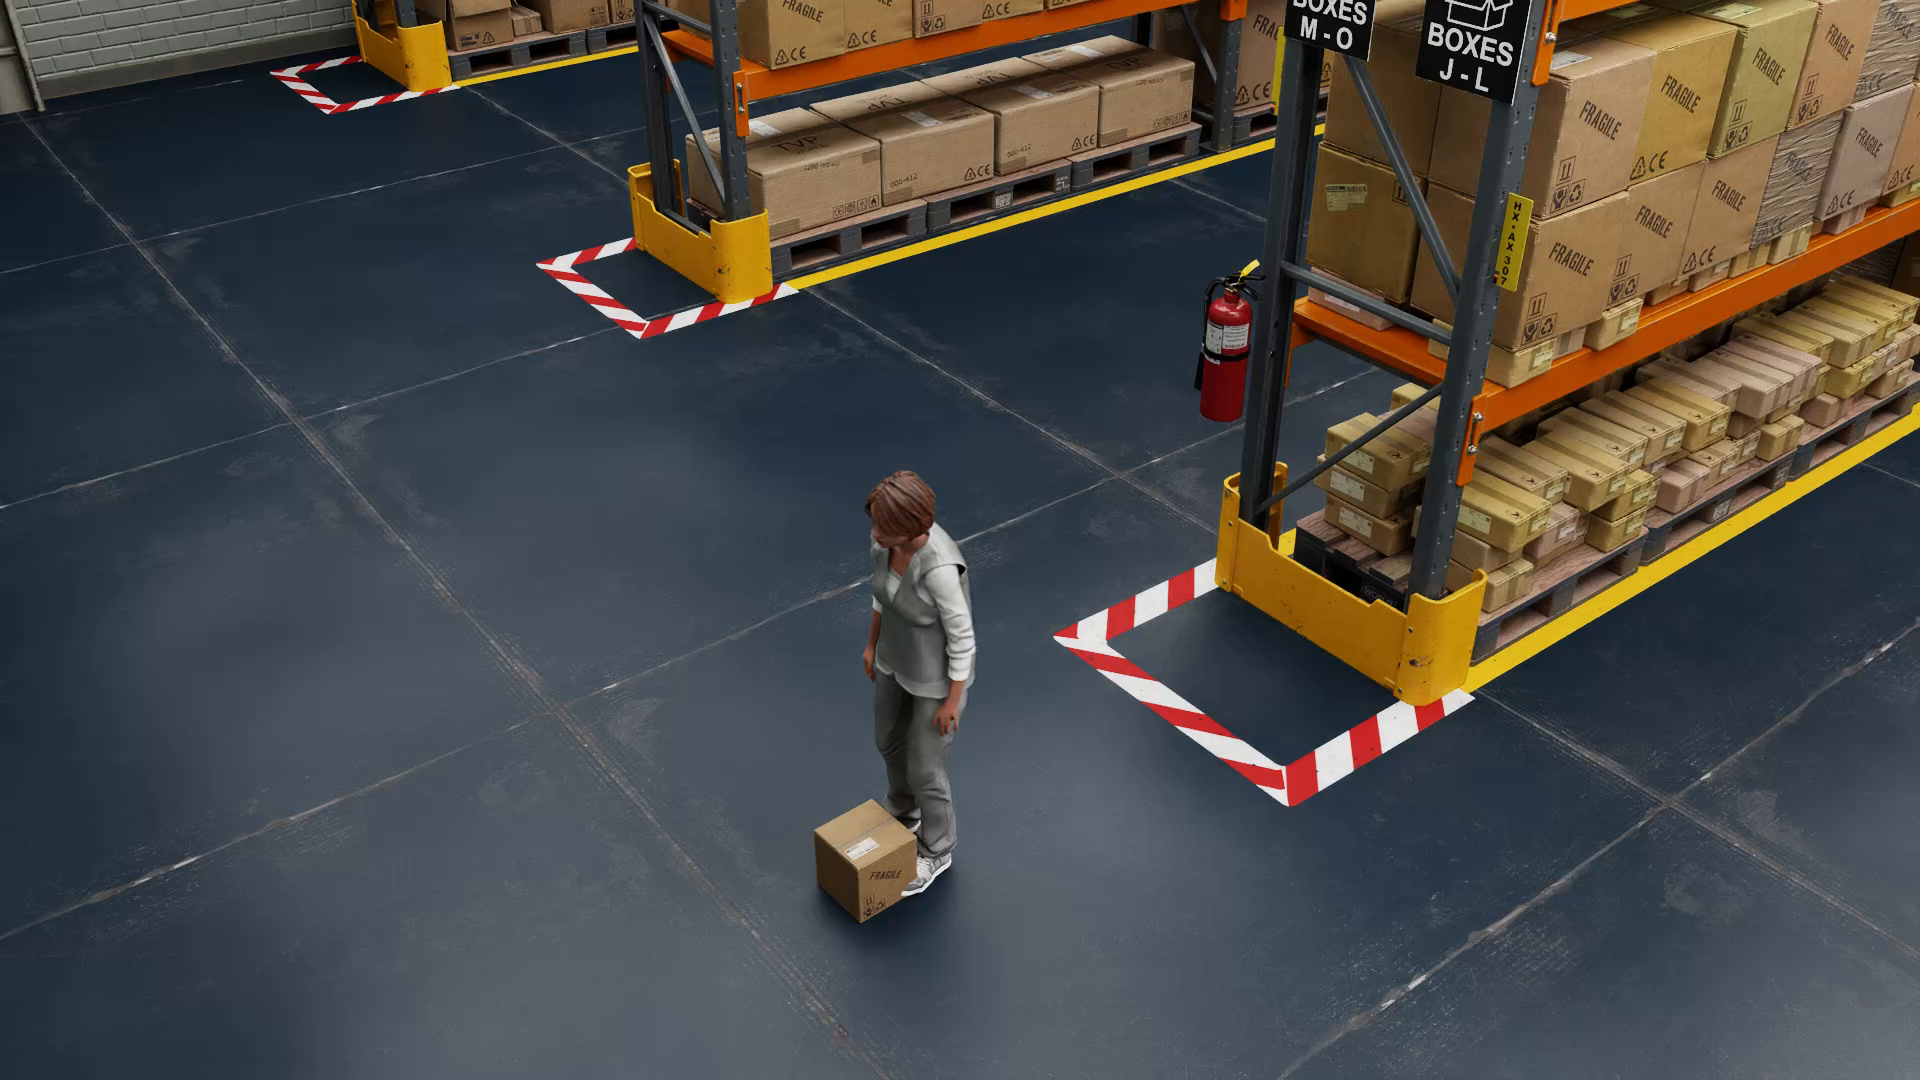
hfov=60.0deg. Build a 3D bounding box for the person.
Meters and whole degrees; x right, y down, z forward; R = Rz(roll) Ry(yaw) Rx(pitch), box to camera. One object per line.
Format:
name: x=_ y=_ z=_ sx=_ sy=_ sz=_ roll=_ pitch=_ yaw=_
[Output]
person: x=-0.148 y=0.453 z=5.442 sx=0.366 sy=1.592 sz=0.472 roll=-23 pitch=39 yaw=-32
